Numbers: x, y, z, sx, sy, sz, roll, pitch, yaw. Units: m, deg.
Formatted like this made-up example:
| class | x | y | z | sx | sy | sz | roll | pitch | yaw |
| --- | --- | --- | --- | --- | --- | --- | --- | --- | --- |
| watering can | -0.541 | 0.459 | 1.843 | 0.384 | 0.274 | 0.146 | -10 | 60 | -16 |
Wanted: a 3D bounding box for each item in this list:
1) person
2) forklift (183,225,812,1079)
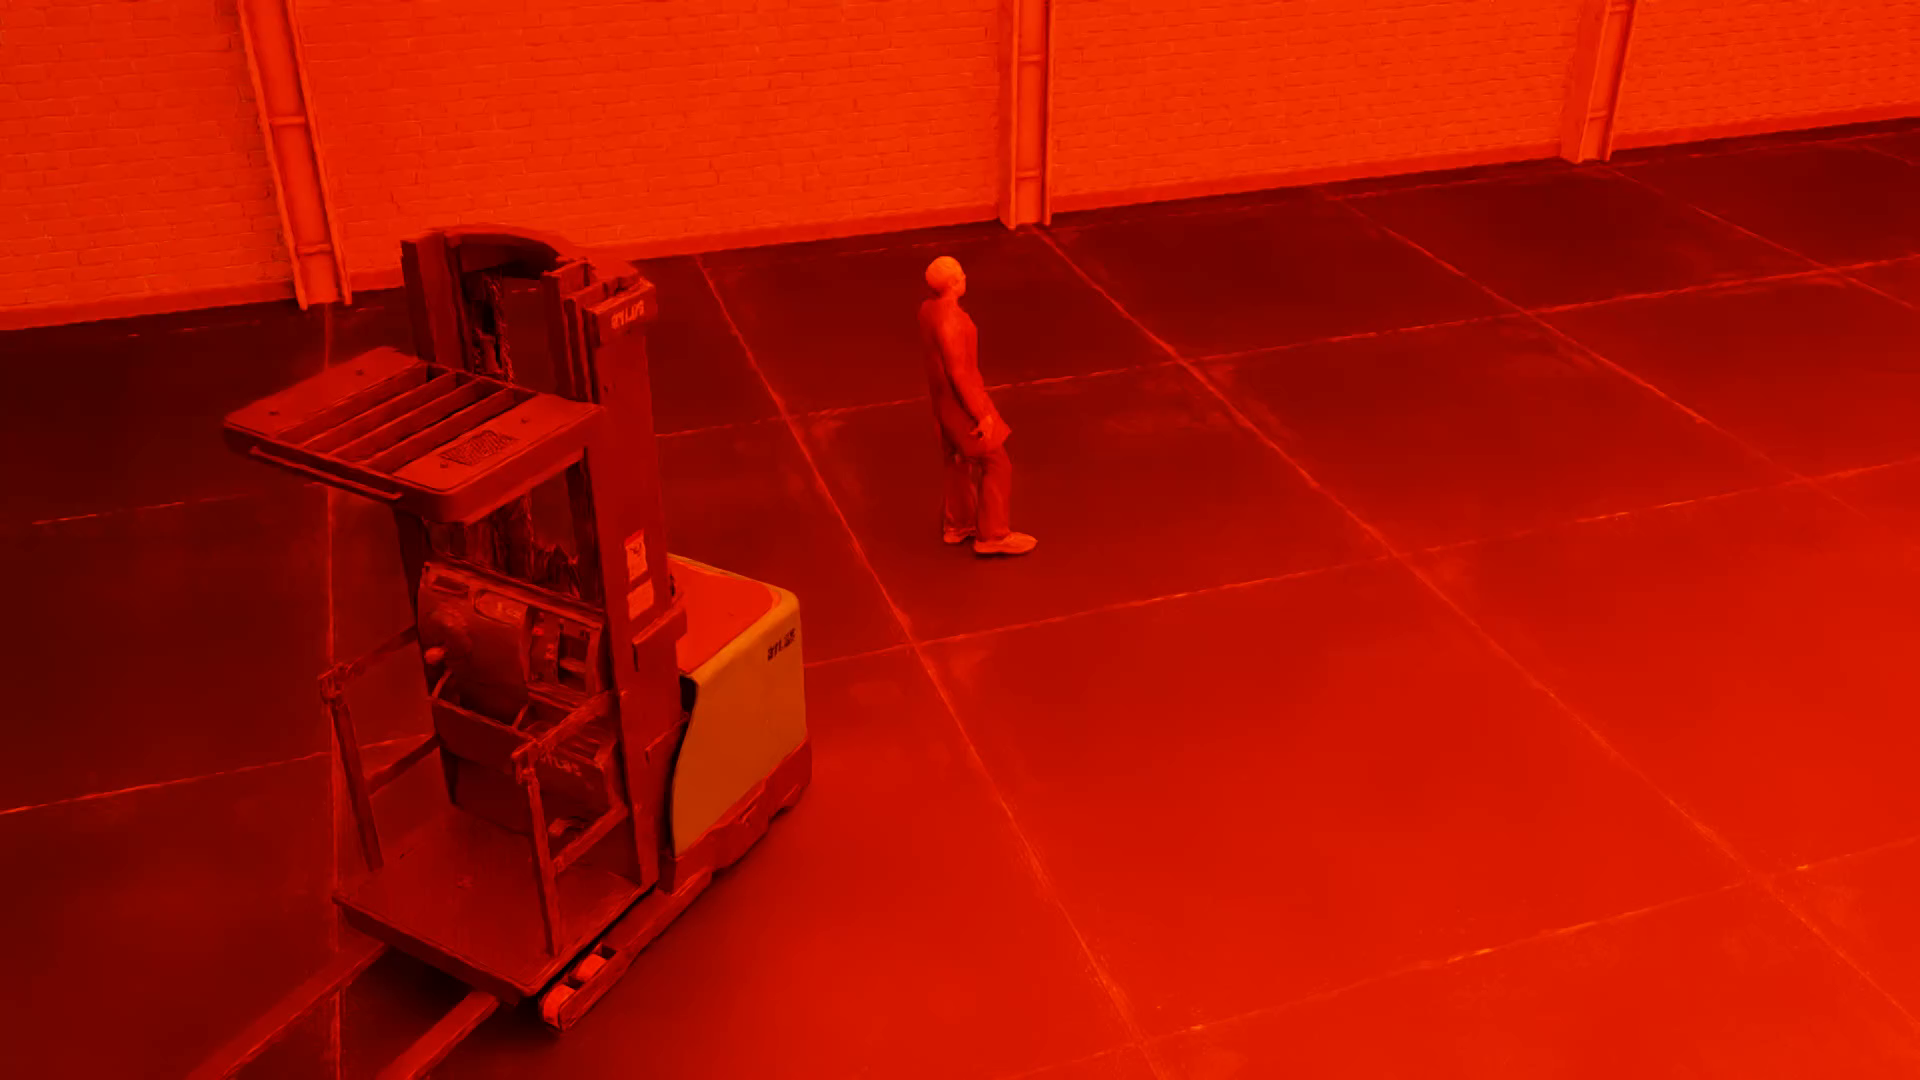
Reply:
| class | x | y | z | sx | sy | sz | roll | pitch | yaw |
| --- | --- | --- | --- | --- | --- | --- | --- | --- | --- |
| person | 0.086 | -0.790 | 9.599 | 0.586 | 1.775 | 0.694 | -10 | 31 | -16 |
| forklift | -1.875 | 0.416 | 6.364 | 1.130 | 2.935 | 3.031 | 16 | 34 | 26 |
